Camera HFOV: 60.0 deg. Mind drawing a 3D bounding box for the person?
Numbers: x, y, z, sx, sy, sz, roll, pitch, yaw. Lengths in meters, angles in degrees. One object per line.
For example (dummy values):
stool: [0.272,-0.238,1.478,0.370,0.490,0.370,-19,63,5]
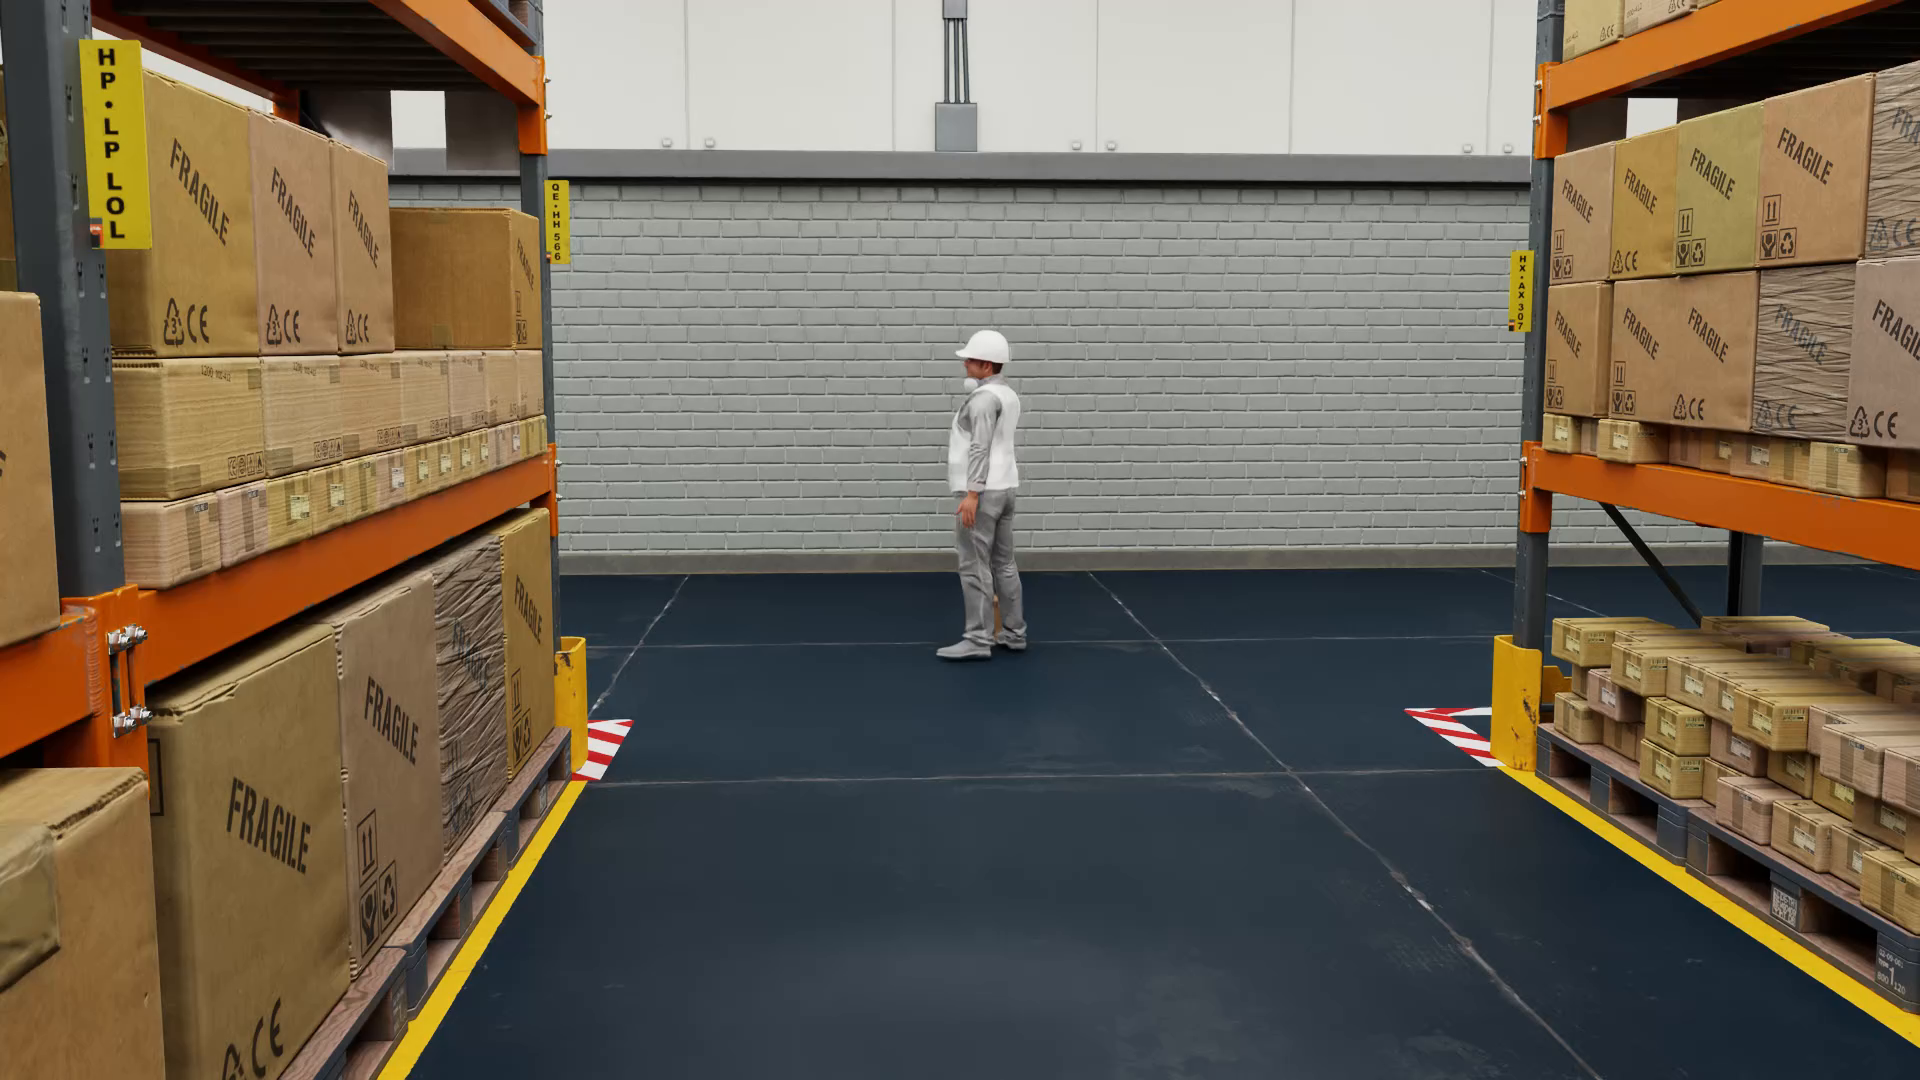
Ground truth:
person: [0.139,-0.254,9.153,0.408,1.775,0.641,3,7,22]
